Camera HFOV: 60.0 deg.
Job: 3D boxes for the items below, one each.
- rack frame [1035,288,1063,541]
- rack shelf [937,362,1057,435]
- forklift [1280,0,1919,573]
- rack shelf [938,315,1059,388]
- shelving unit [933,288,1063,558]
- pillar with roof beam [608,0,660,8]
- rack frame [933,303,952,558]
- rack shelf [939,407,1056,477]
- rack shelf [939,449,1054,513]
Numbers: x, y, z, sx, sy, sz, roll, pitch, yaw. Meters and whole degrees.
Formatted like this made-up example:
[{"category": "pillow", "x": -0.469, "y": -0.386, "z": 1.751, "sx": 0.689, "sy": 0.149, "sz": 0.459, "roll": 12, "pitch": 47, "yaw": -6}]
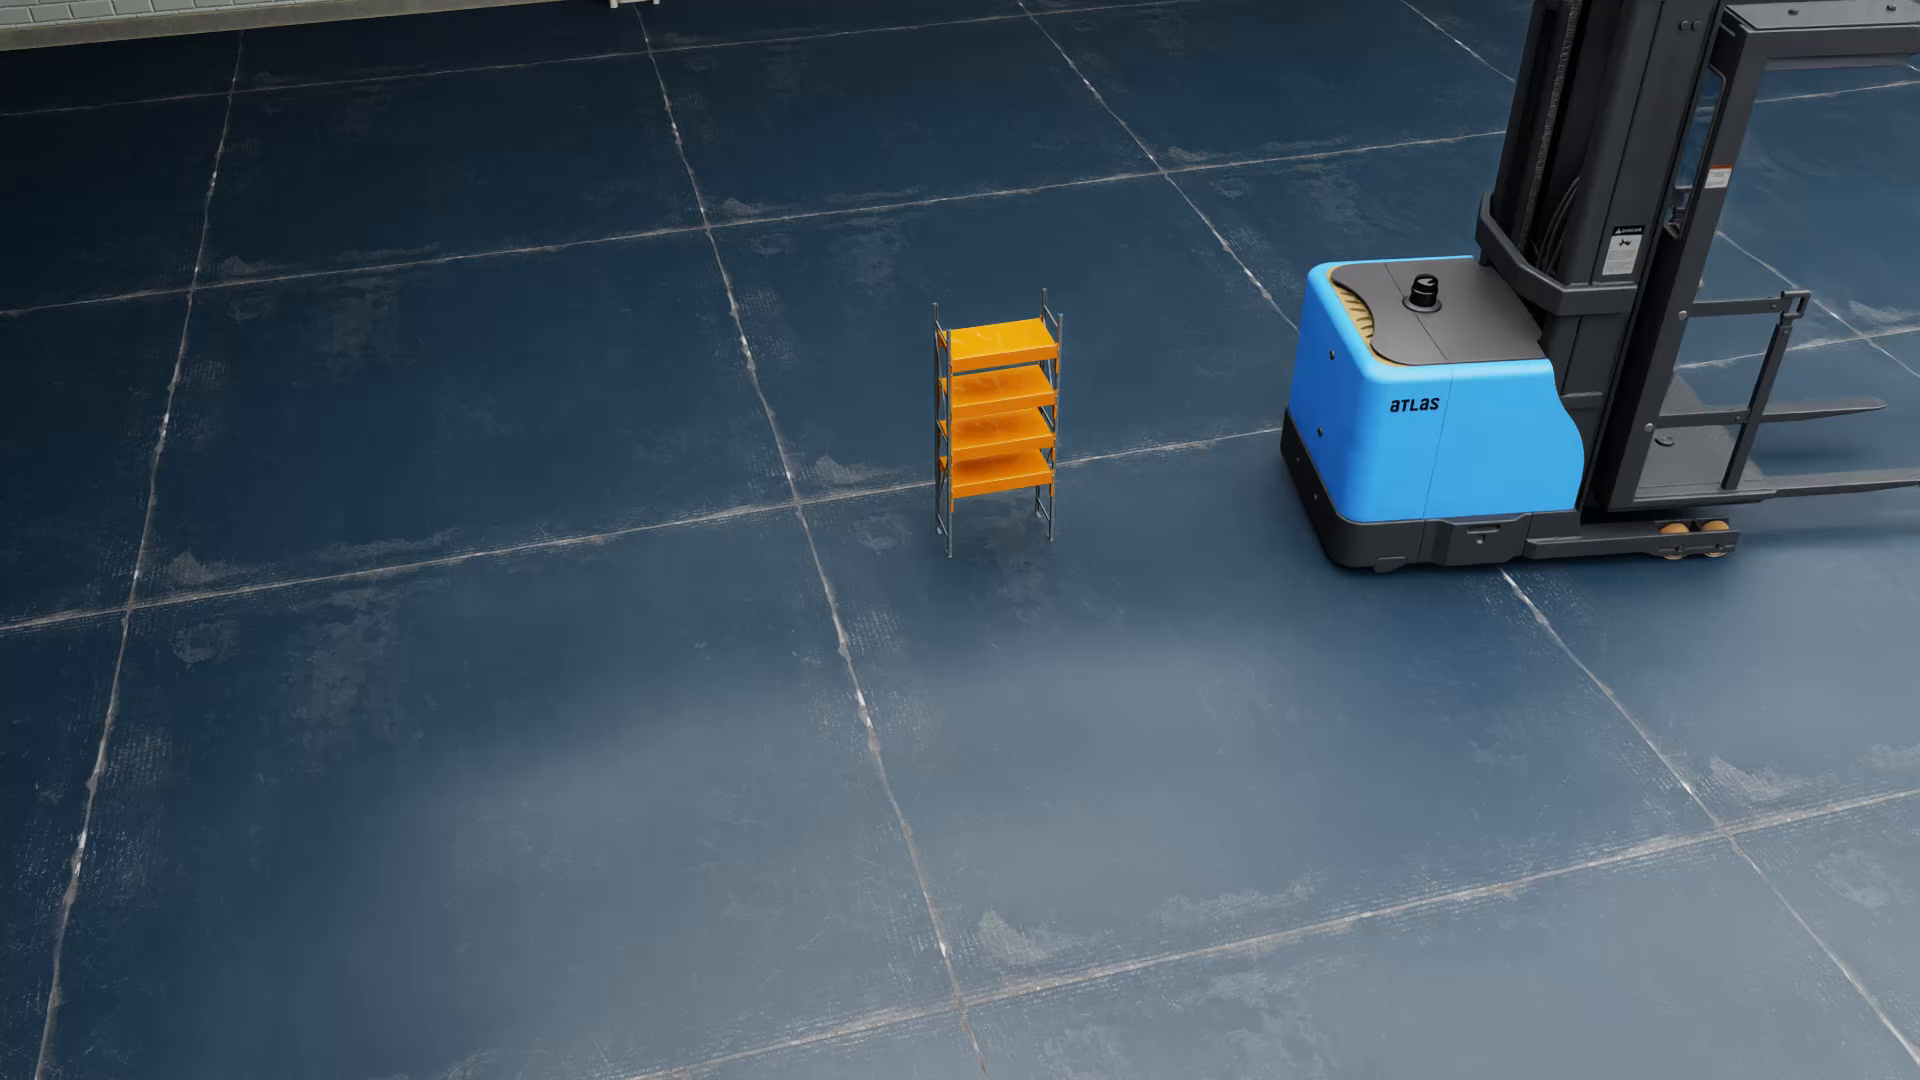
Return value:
[{"category": "rack frame", "x": 0.395, "y": -0.541, "z": 7.470, "sx": 0.015, "sy": 1.200, "sz": 0.240, "roll": -9, "pitch": 38, "yaw": -12}, {"category": "rack shelf", "x": 0.160, "y": -0.627, "z": 7.325, "sx": 0.480, "sy": 0.148, "sz": 0.258, "roll": -9, "pitch": 38, "yaw": -12}, {"category": "forklift", "x": 3.133, "y": -1.391, "z": 7.156, "sx": 3.031, "sy": 2.935, "sz": 1.130, "roll": -4, "pitch": 38, "yaw": -5}, {"category": "rack shelf", "x": 0.160, "y": -0.815, "z": 7.181, "sx": 0.480, "sy": 0.148, "sz": 0.258, "roll": -9, "pitch": 38, "yaw": -12}, {"category": "shelving unit", "x": 0.160, "y": -0.503, "z": 7.420, "sx": 0.503, "sy": 1.200, "sz": 0.258, "roll": -9, "pitch": 38, "yaw": -12}, {"category": "pillar with roof beam", "x": -1.527, "y": -5.434, "z": 7.448, "sx": 0.400, "sy": 9.000, "sz": 9.100, "roll": -9, "pitch": 38, "yaw": -12}, {"category": "rack frame", "x": -0.076, "y": -0.464, "z": 7.369, "sx": 0.015, "sy": 1.200, "sz": 0.240, "roll": -9, "pitch": 38, "yaw": -12}, {"category": "rack shelf", "x": 0.160, "y": -0.449, "z": 7.461, "sx": 0.480, "sy": 0.148, "sz": 0.258, "roll": -9, "pitch": 38, "yaw": -12}, {"category": "rack shelf", "x": 0.160, "y": -0.292, "z": 7.581, "sx": 0.480, "sy": 0.148, "sz": 0.258, "roll": -9, "pitch": 38, "yaw": -12}]
